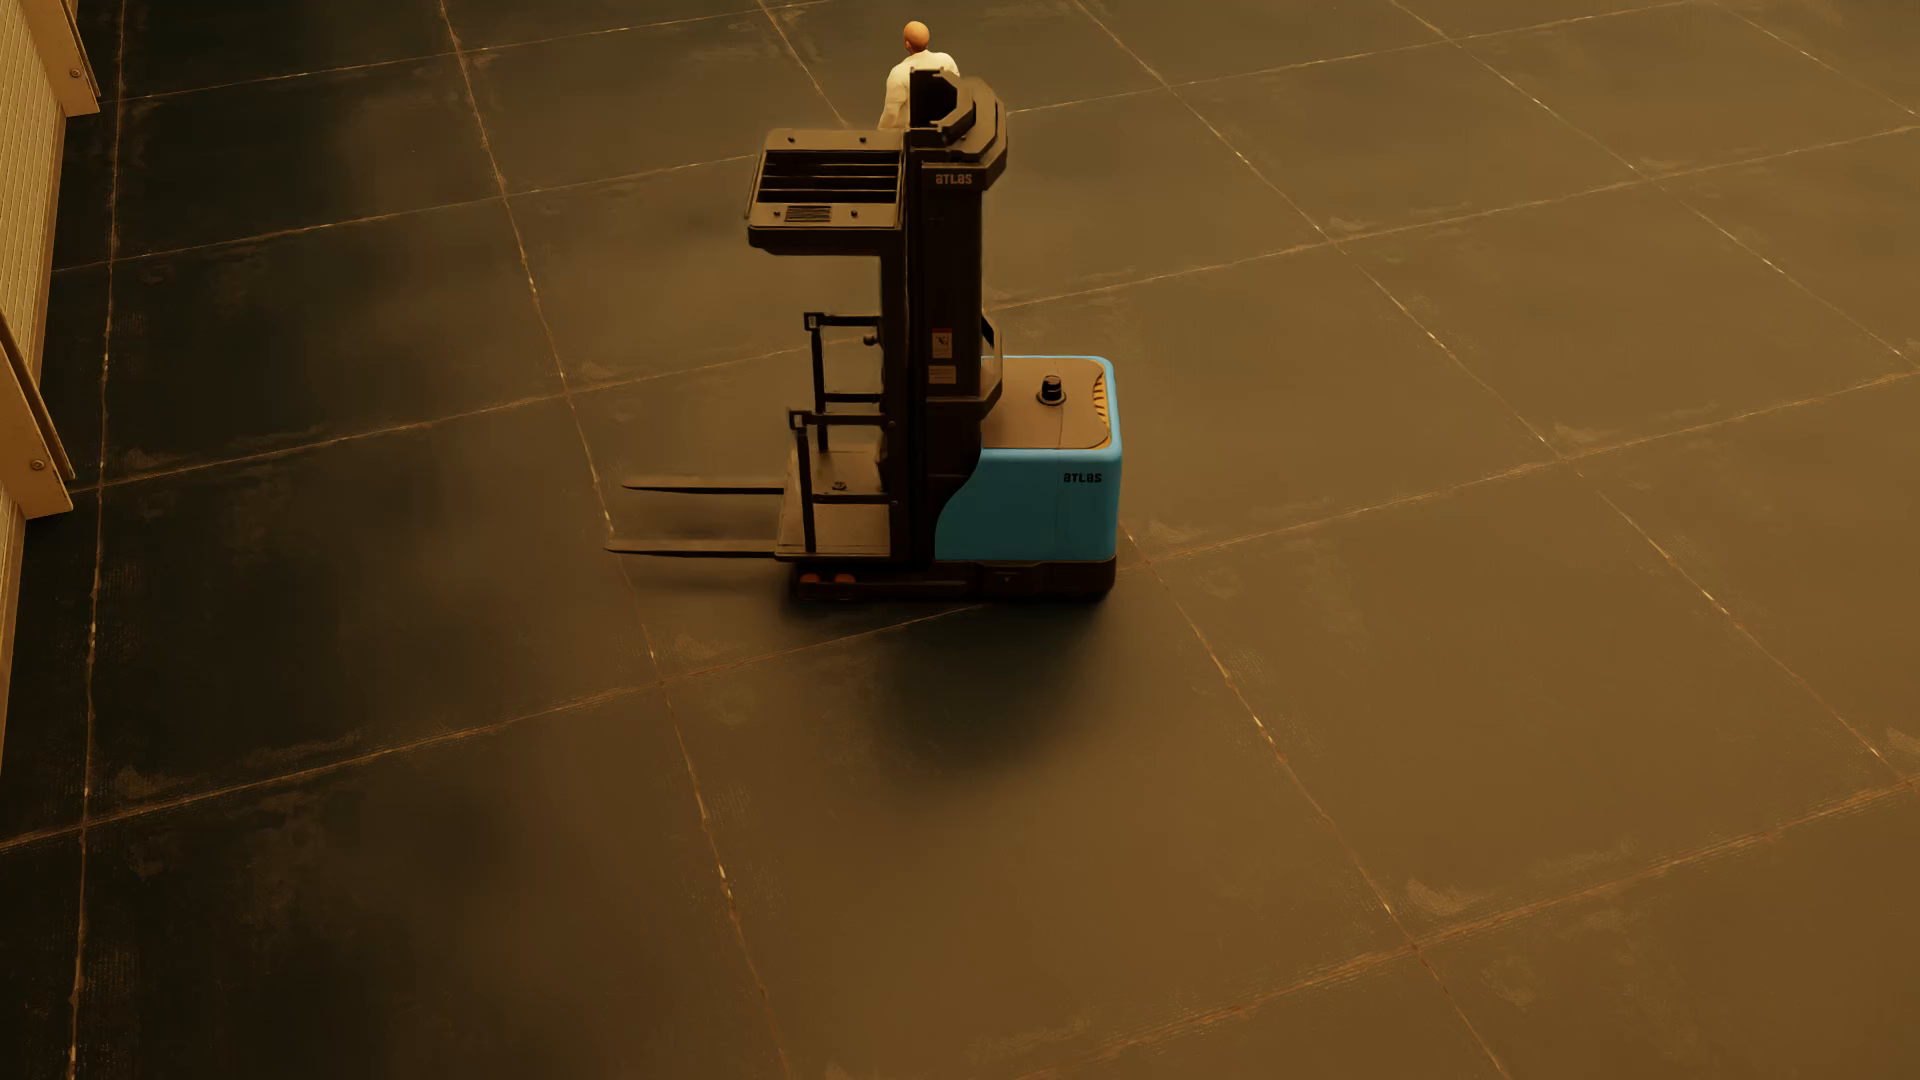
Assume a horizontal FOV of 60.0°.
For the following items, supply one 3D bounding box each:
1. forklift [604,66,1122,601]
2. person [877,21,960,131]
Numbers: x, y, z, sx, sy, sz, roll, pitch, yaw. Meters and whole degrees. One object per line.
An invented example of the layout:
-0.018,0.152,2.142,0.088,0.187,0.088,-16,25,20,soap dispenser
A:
-0.595,-1.101,9.308,3.031,2.935,1.130,0,40,0,forklift
-0.333,-3.137,12.618,0.668,1.776,0.582,-17,43,-20,person
